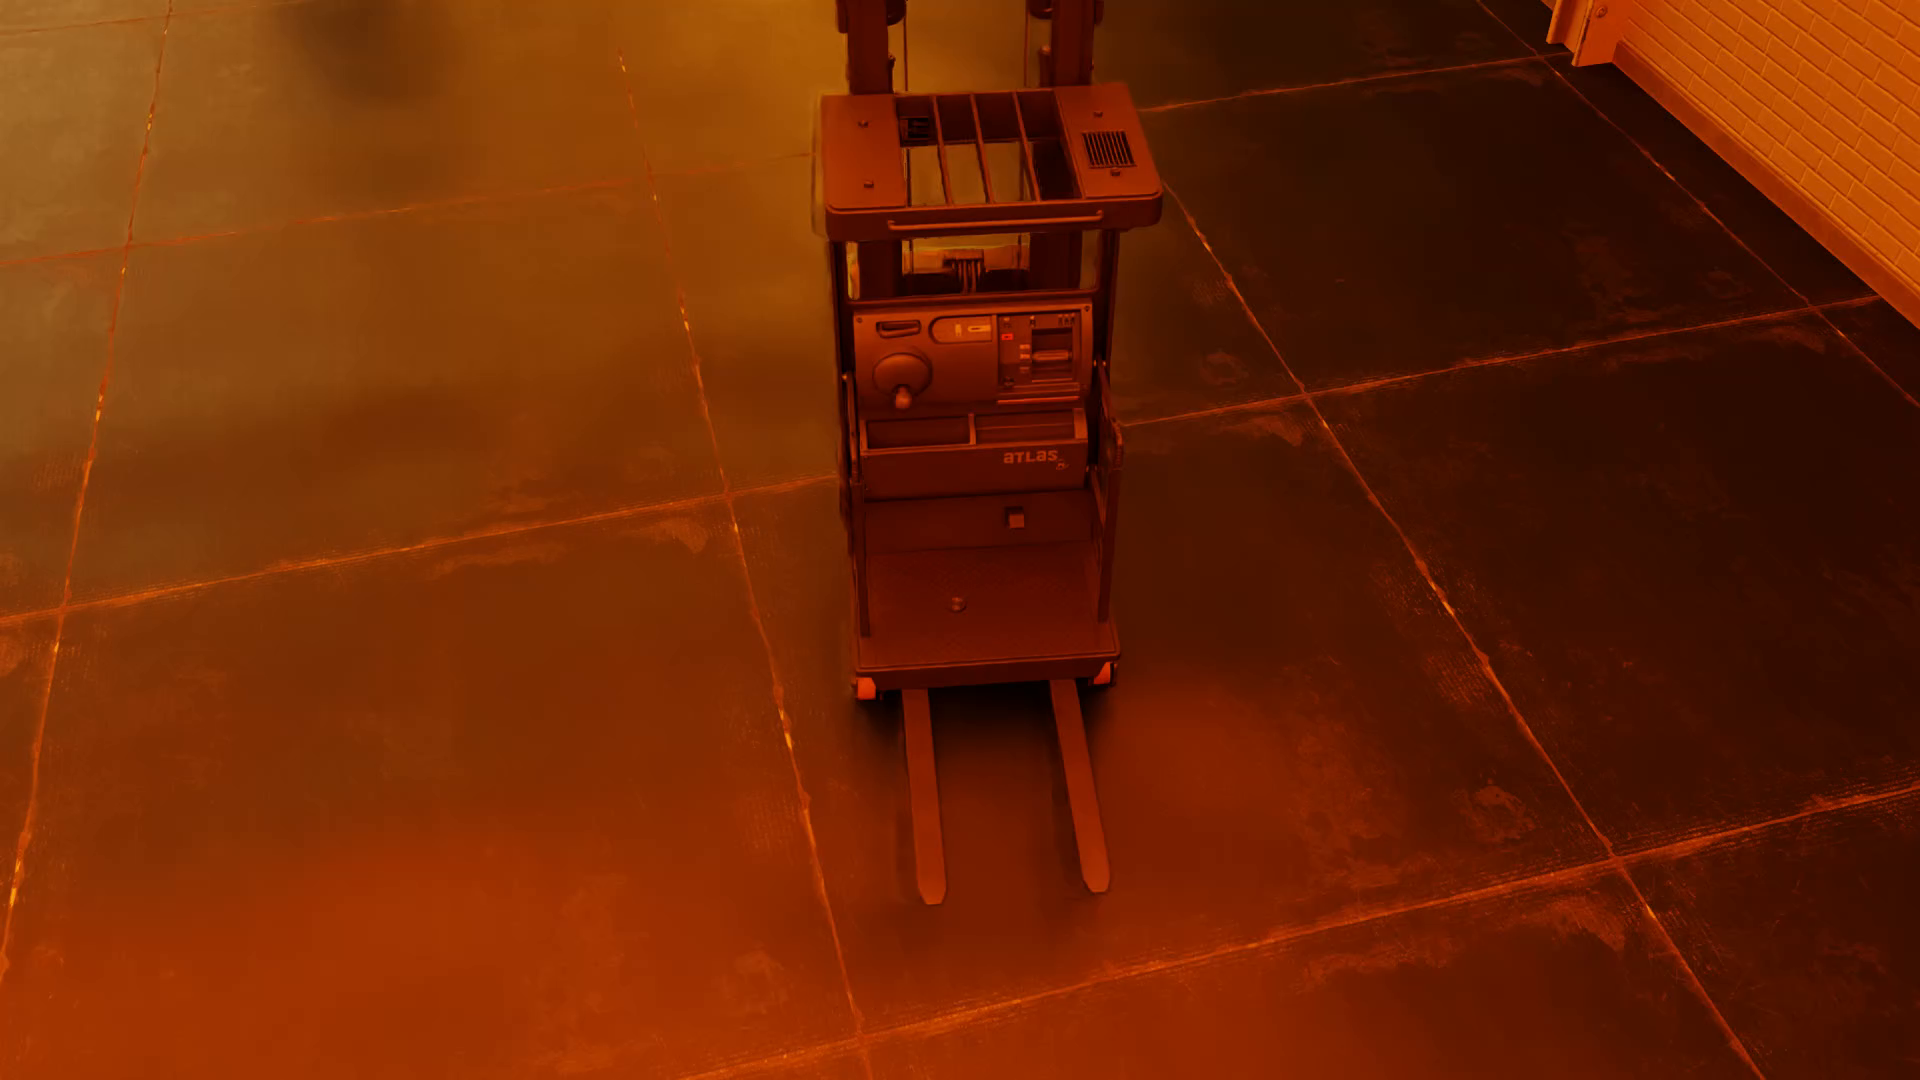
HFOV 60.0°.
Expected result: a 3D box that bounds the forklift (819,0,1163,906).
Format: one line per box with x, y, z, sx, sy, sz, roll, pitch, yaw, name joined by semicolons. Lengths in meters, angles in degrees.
0.076;-0.632;6.314;1.130;2.935;3.031;-3;43;-4;forklift
